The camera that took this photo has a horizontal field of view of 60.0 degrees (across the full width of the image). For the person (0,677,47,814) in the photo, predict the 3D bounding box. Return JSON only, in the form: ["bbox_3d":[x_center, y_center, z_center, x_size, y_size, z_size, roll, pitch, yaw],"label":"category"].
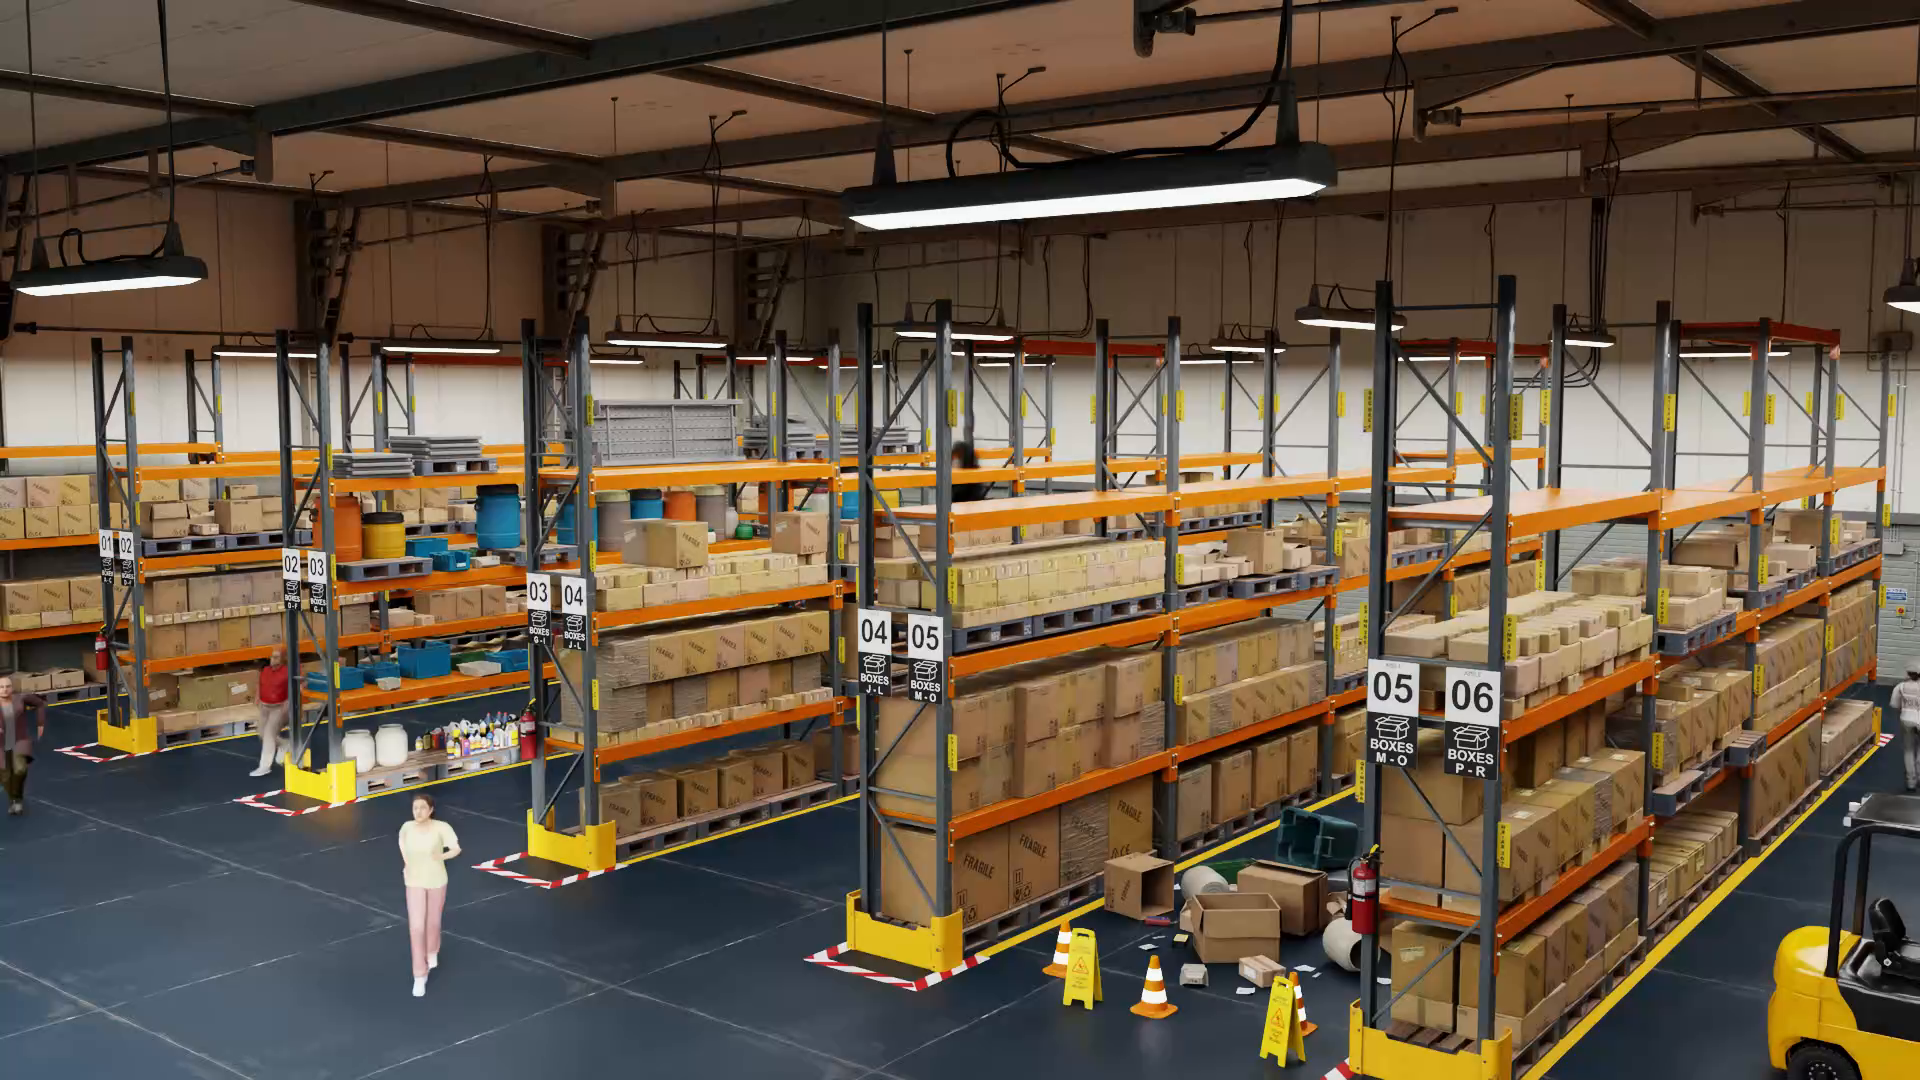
[{"bbox_3d":[-11.548,2.522,20.275,0.760,1.731,0.822,-3,6,-30],"label":"person"}]

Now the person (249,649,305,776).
[{"bbox_3d":[-9.332,2.365,22.758,0.695,1.626,0.834,2,5,18],"label":"person"}]

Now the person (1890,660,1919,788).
[{"bbox_3d":[12.593,2.410,21.930,0.597,1.665,0.610,3,6,27],"label":"person"}]

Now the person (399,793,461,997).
[{"bbox_3d":[-0.332,2.746,18.287,10.530,1.719,6.195,-1,5,-12],"label":"person"}]
